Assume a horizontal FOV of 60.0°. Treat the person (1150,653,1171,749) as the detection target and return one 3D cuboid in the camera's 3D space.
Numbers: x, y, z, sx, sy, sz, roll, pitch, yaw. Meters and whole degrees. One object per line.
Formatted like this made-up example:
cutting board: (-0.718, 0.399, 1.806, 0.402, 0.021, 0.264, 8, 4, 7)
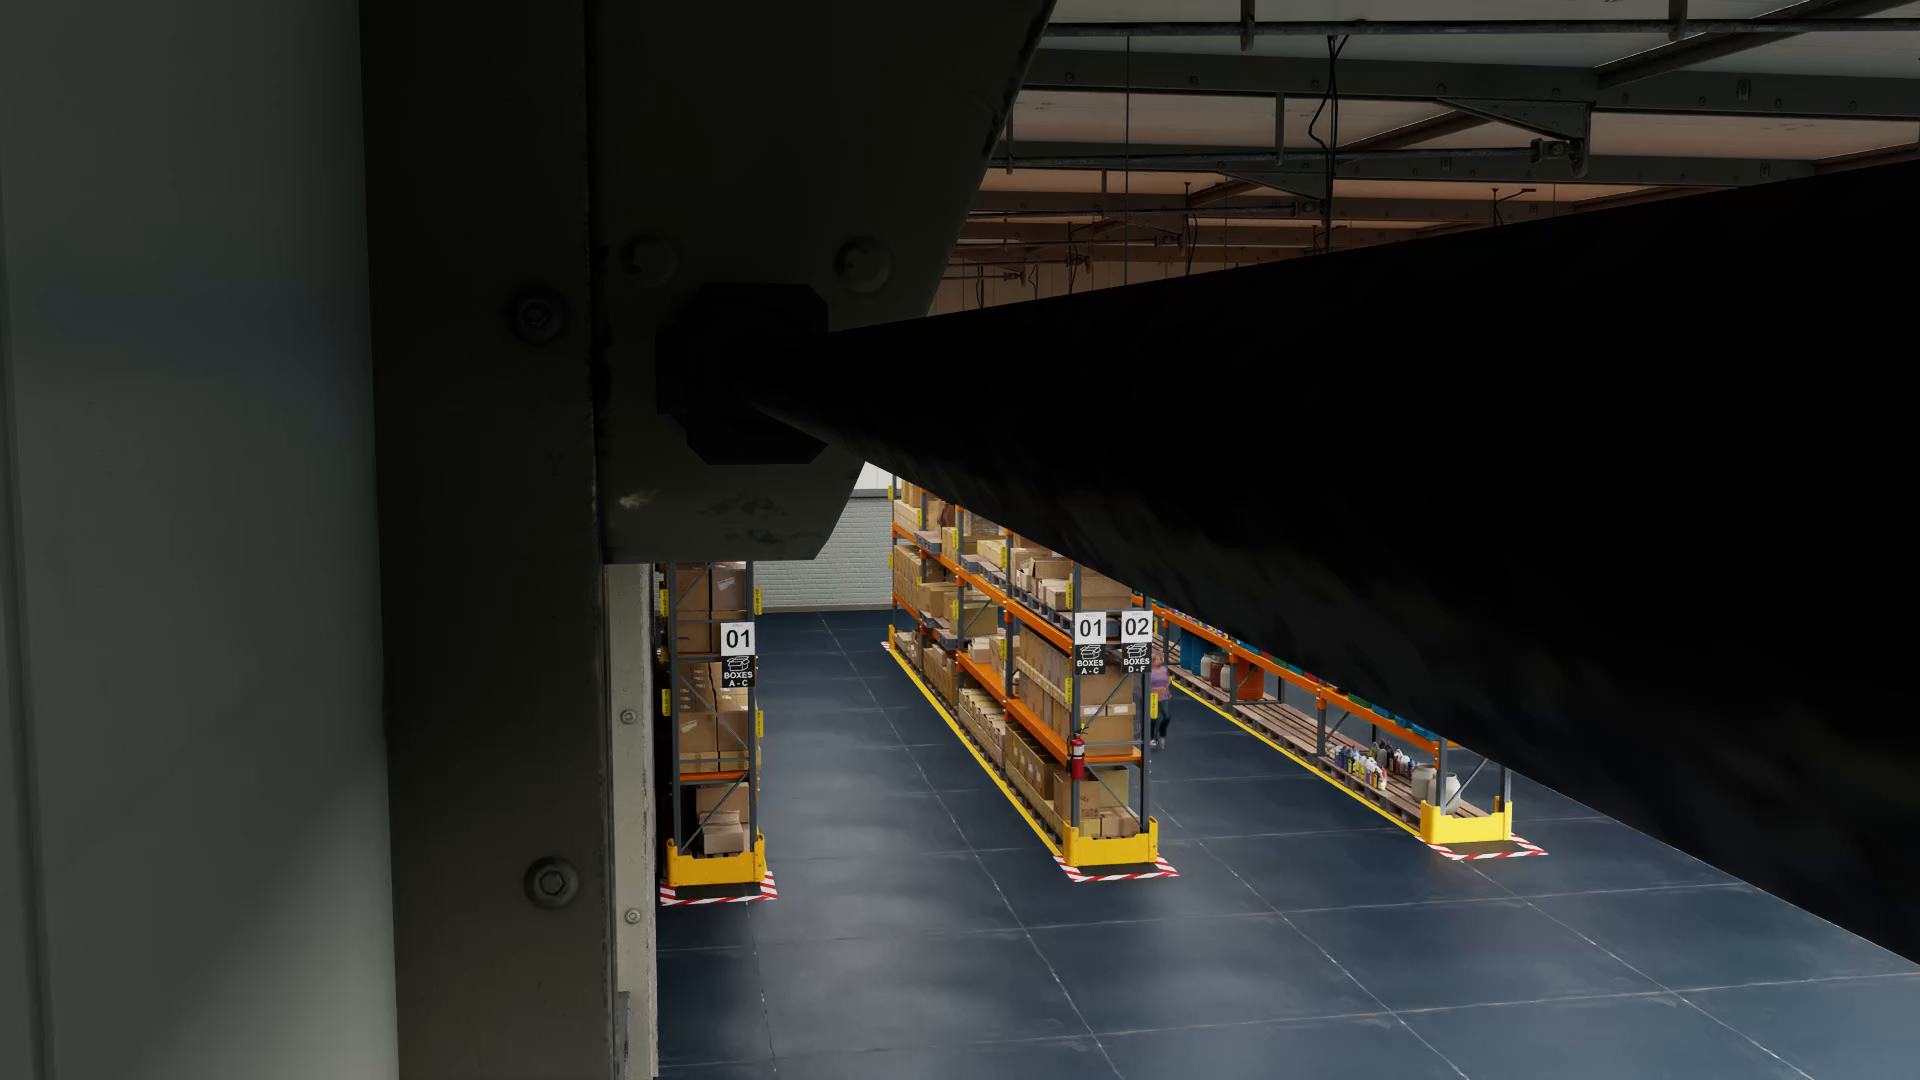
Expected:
person: (3.226, 2.614, 27.023, 0.510, 1.578, 0.644, -1, 6, -13)
